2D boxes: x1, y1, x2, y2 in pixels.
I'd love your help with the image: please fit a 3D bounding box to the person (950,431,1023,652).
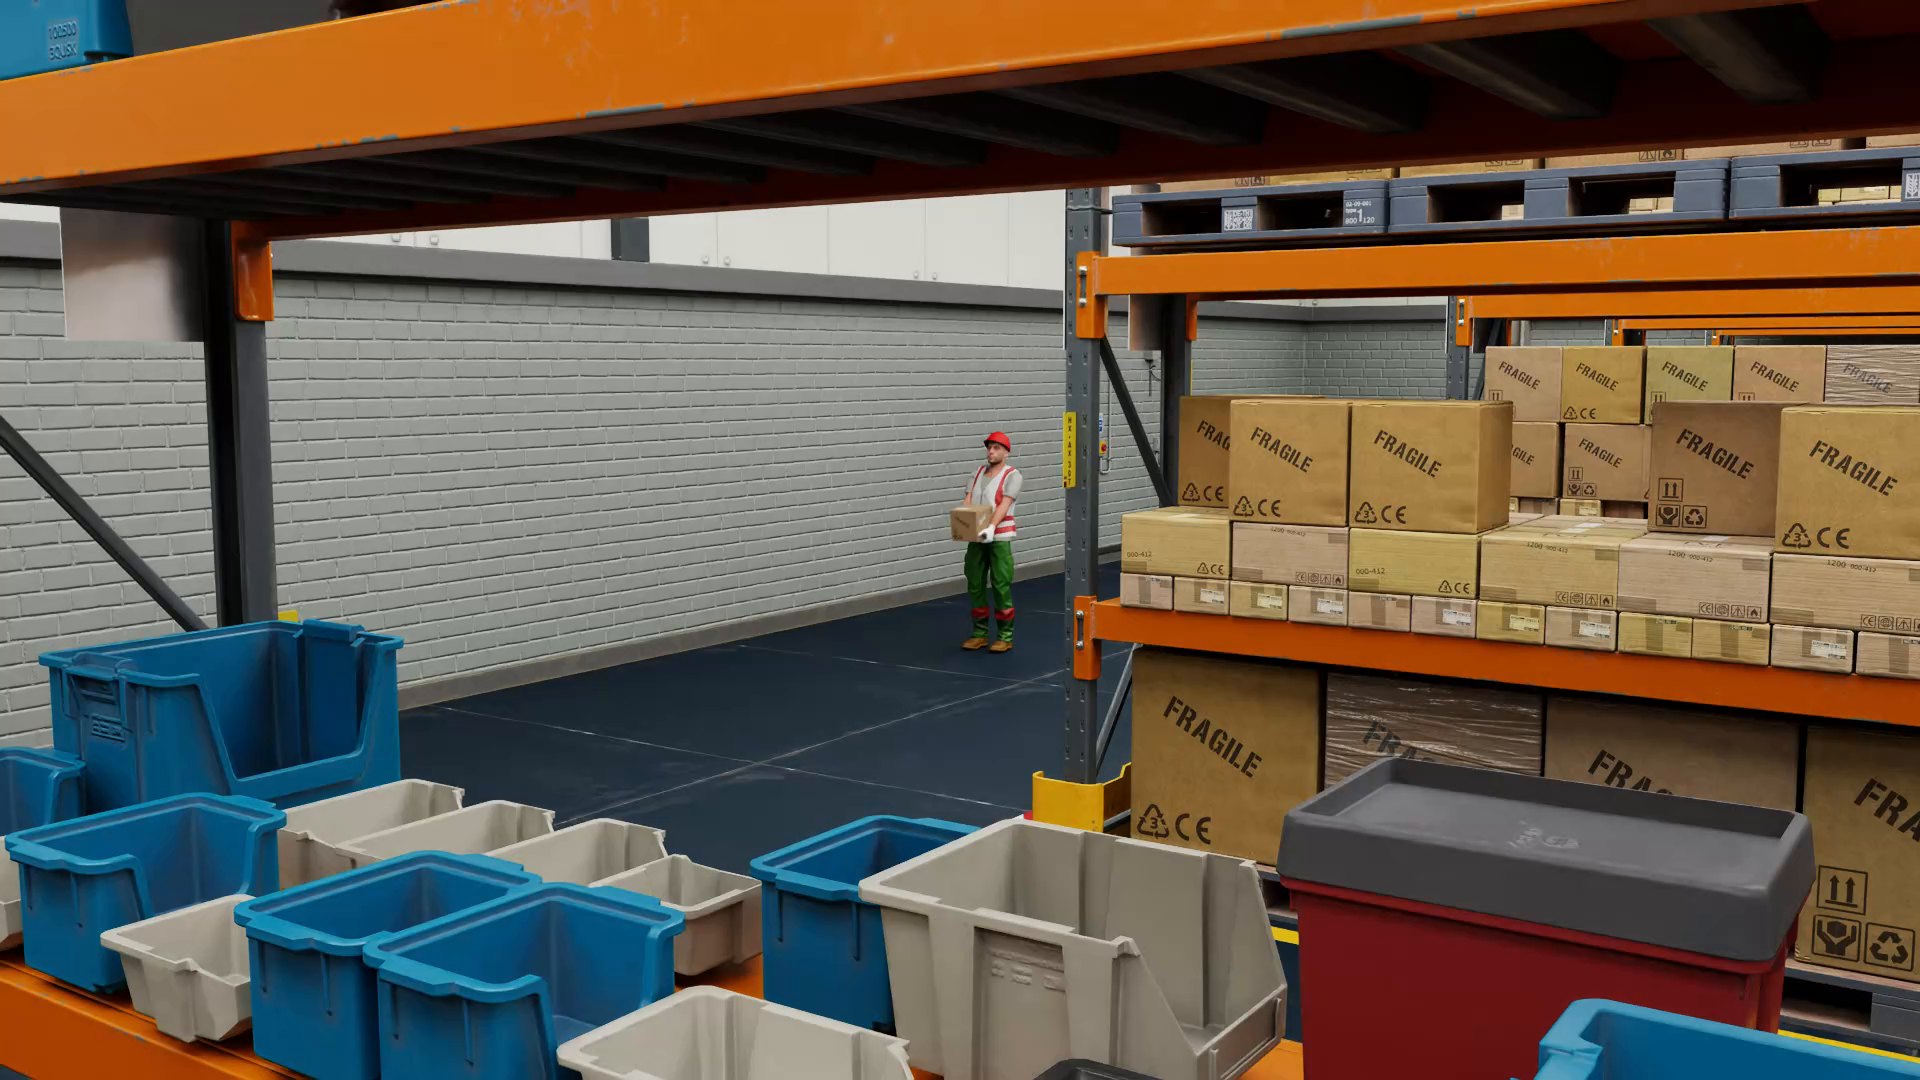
[{"bbox_3d":[0.208,0.019,13.470,0.494,1.782,0.573,4,7,34],"label":"person"}]
